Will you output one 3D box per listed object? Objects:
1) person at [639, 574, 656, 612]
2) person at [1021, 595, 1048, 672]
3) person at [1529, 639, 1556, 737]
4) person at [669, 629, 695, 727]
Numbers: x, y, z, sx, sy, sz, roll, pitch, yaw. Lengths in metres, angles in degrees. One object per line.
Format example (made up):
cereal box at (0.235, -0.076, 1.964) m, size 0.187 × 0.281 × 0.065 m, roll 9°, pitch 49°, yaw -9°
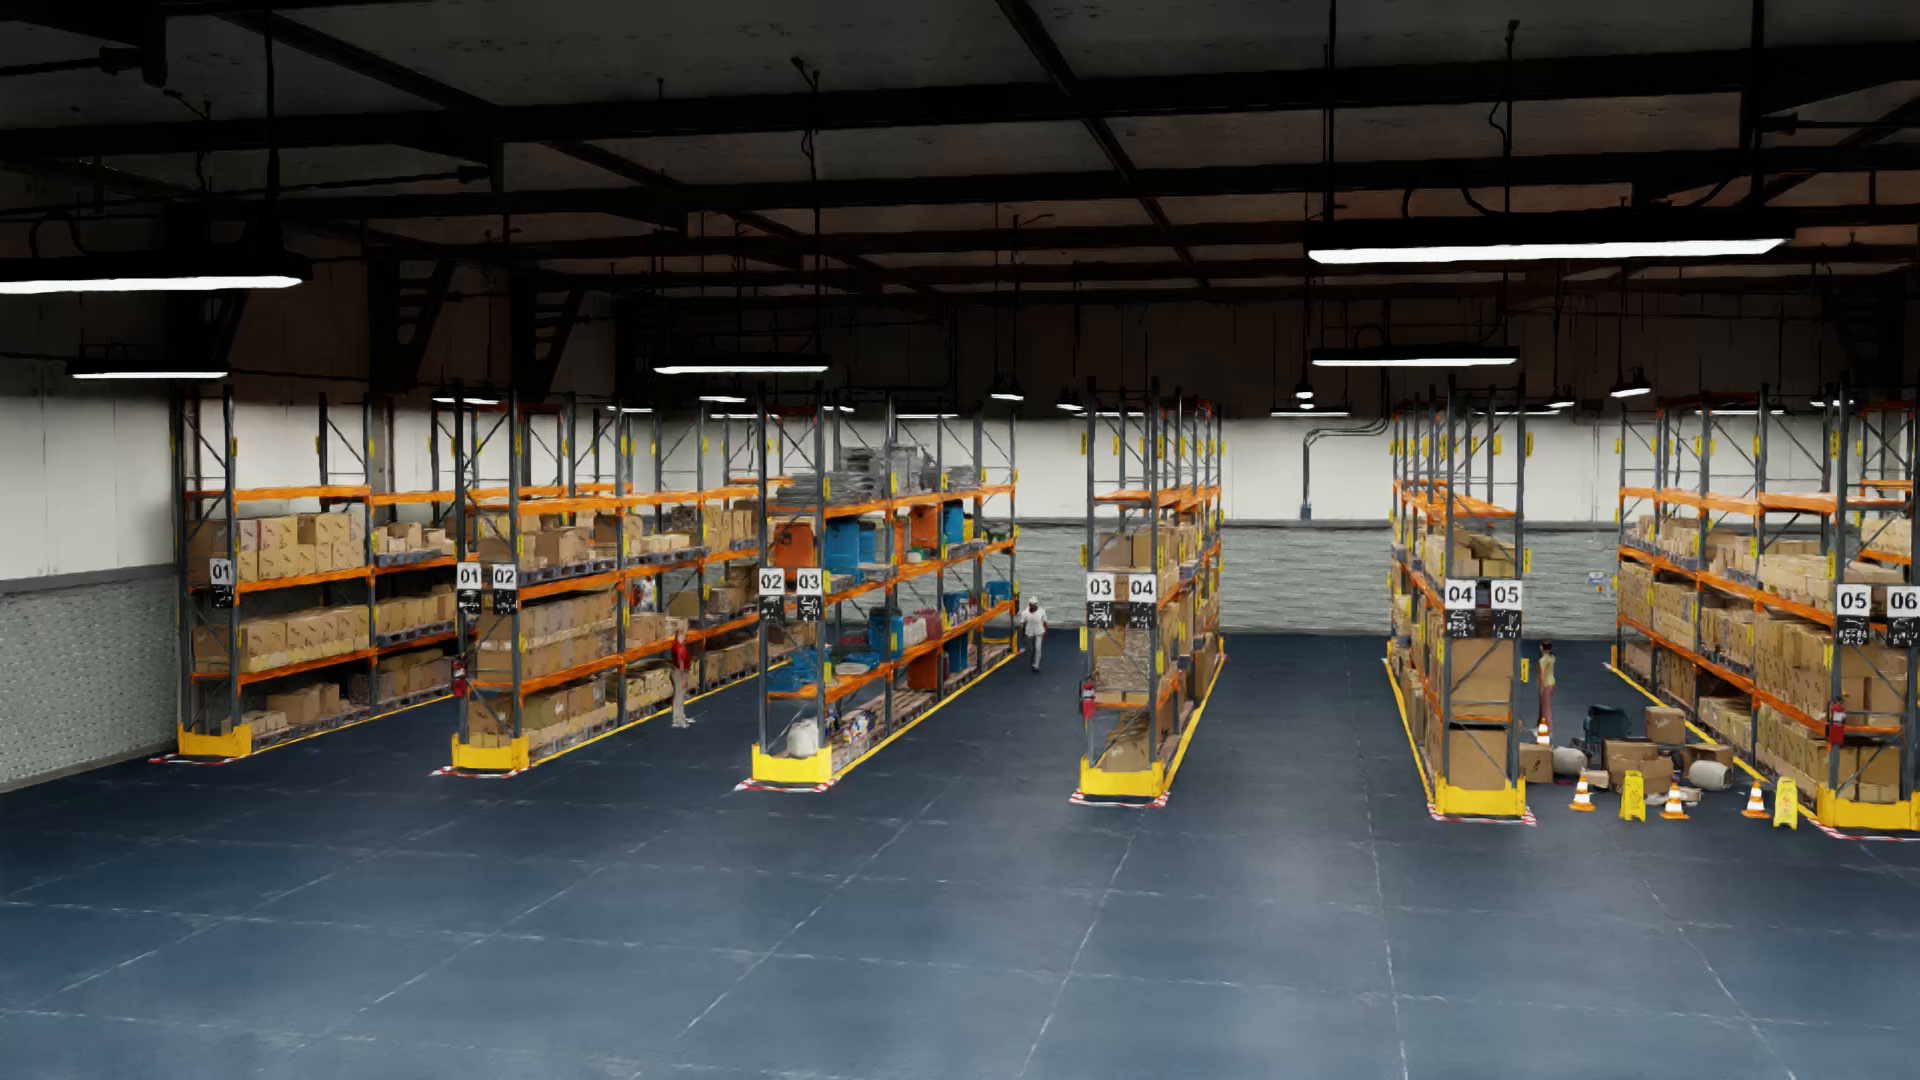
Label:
person at (-8.184, 1.632, 44.072) m, size 0.718 × 1.781 × 0.567 m, roll -3°, pitch 4°, yaw -39°
person at (1.641, 2.072, 37.076) m, size 0.577 × 1.691 × 1.114 m, roll 1°, pitch 3°, yaw 14°
person at (10.074, 2.542, 28.762) m, size 0.481 × 1.674 × 0.492 m, roll 3°, pitch 4°, yaw 43°
person at (-4.972, 2.457, 29.799) m, size 0.449 × 1.737 × 0.595 m, roll -1°, pitch 3°, yaw -19°
